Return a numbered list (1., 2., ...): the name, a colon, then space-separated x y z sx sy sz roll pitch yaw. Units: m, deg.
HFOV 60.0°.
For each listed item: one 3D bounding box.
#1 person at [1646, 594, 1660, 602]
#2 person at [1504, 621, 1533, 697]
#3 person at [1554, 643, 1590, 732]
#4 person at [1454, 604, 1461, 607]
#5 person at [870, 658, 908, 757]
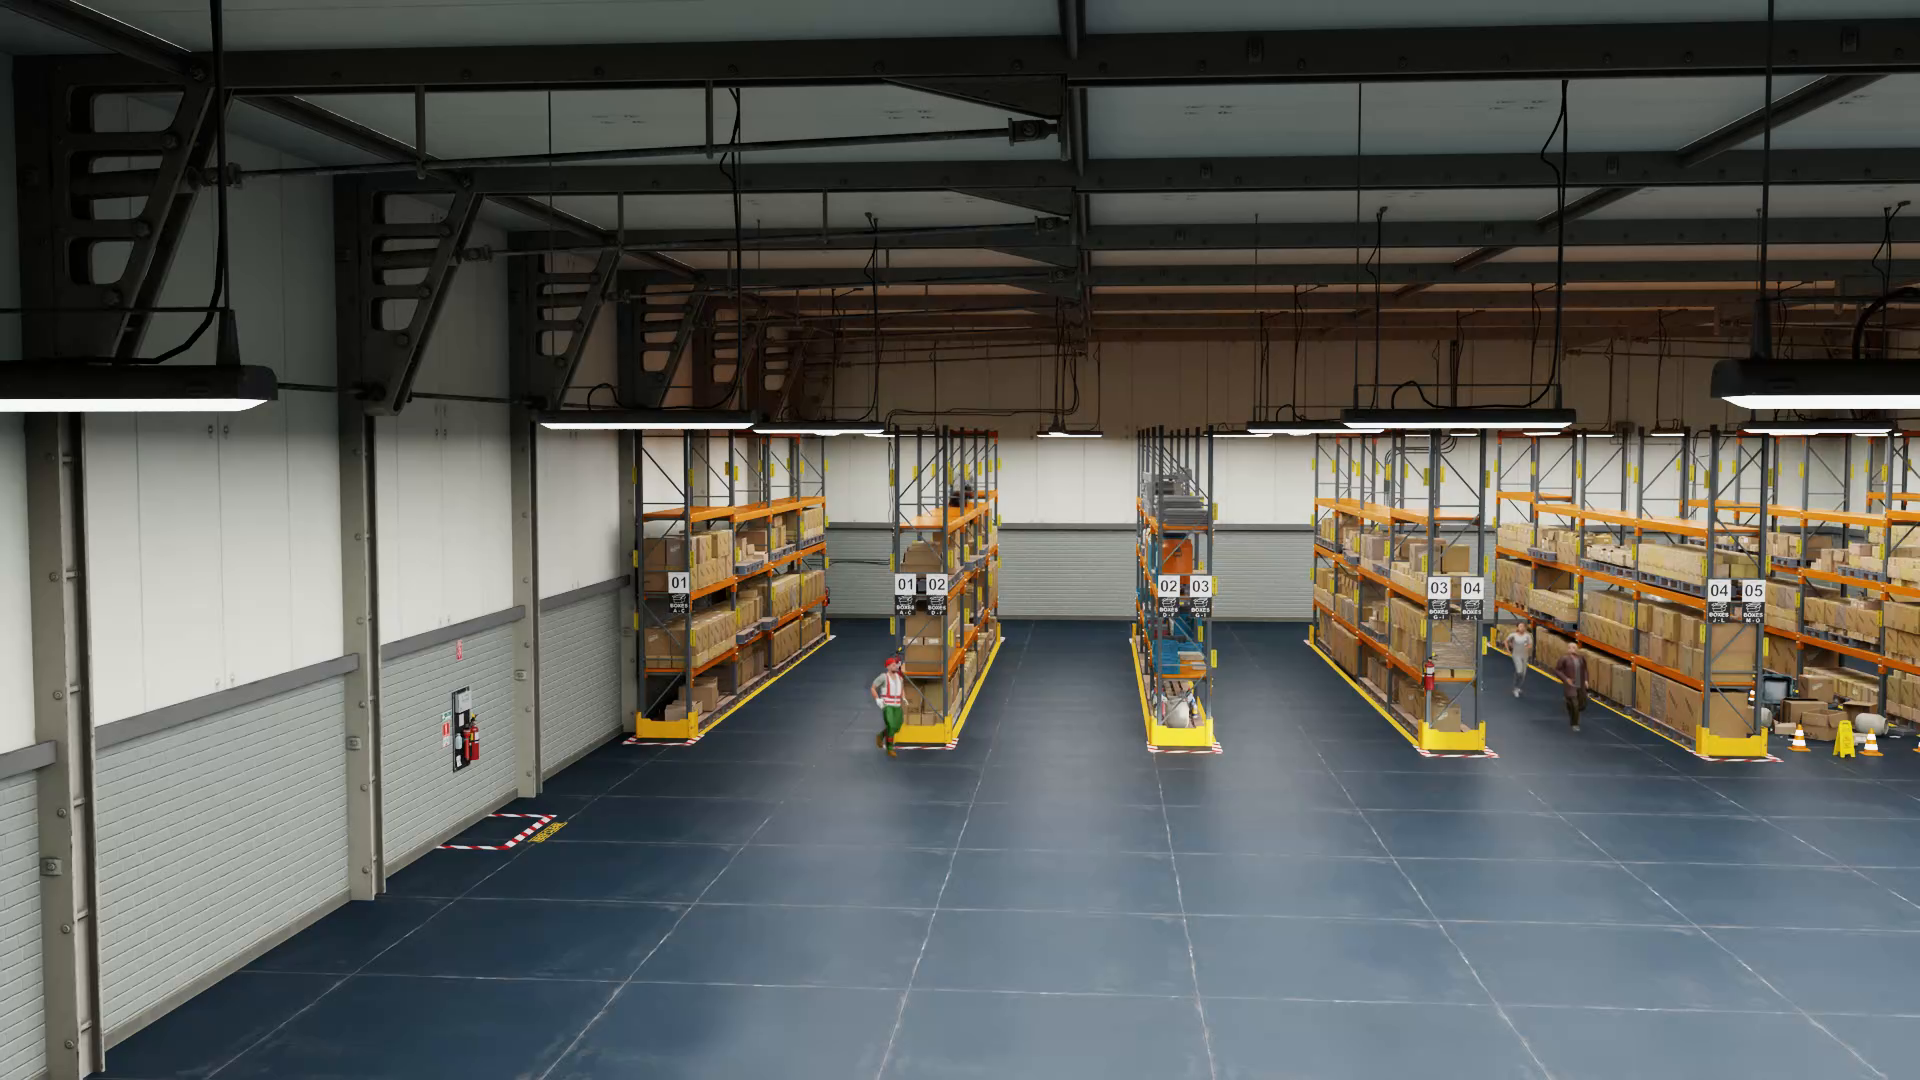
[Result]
1. person: 19.697 2.034 47.257 0.623 1.720 0.744 1 4 17
2. person: 12.504 2.656 37.142 0.539 1.680 0.688 0 3 -1
3. person: 12.127 2.893 32.959 0.730 1.724 0.717 -1 4 -13
4. person: 13.618 2.133 46.168 0.704 1.664 0.560 3 4 38
5. person: -1.266 3.037 30.328 0.702 1.755 0.651 -3 4 -39
